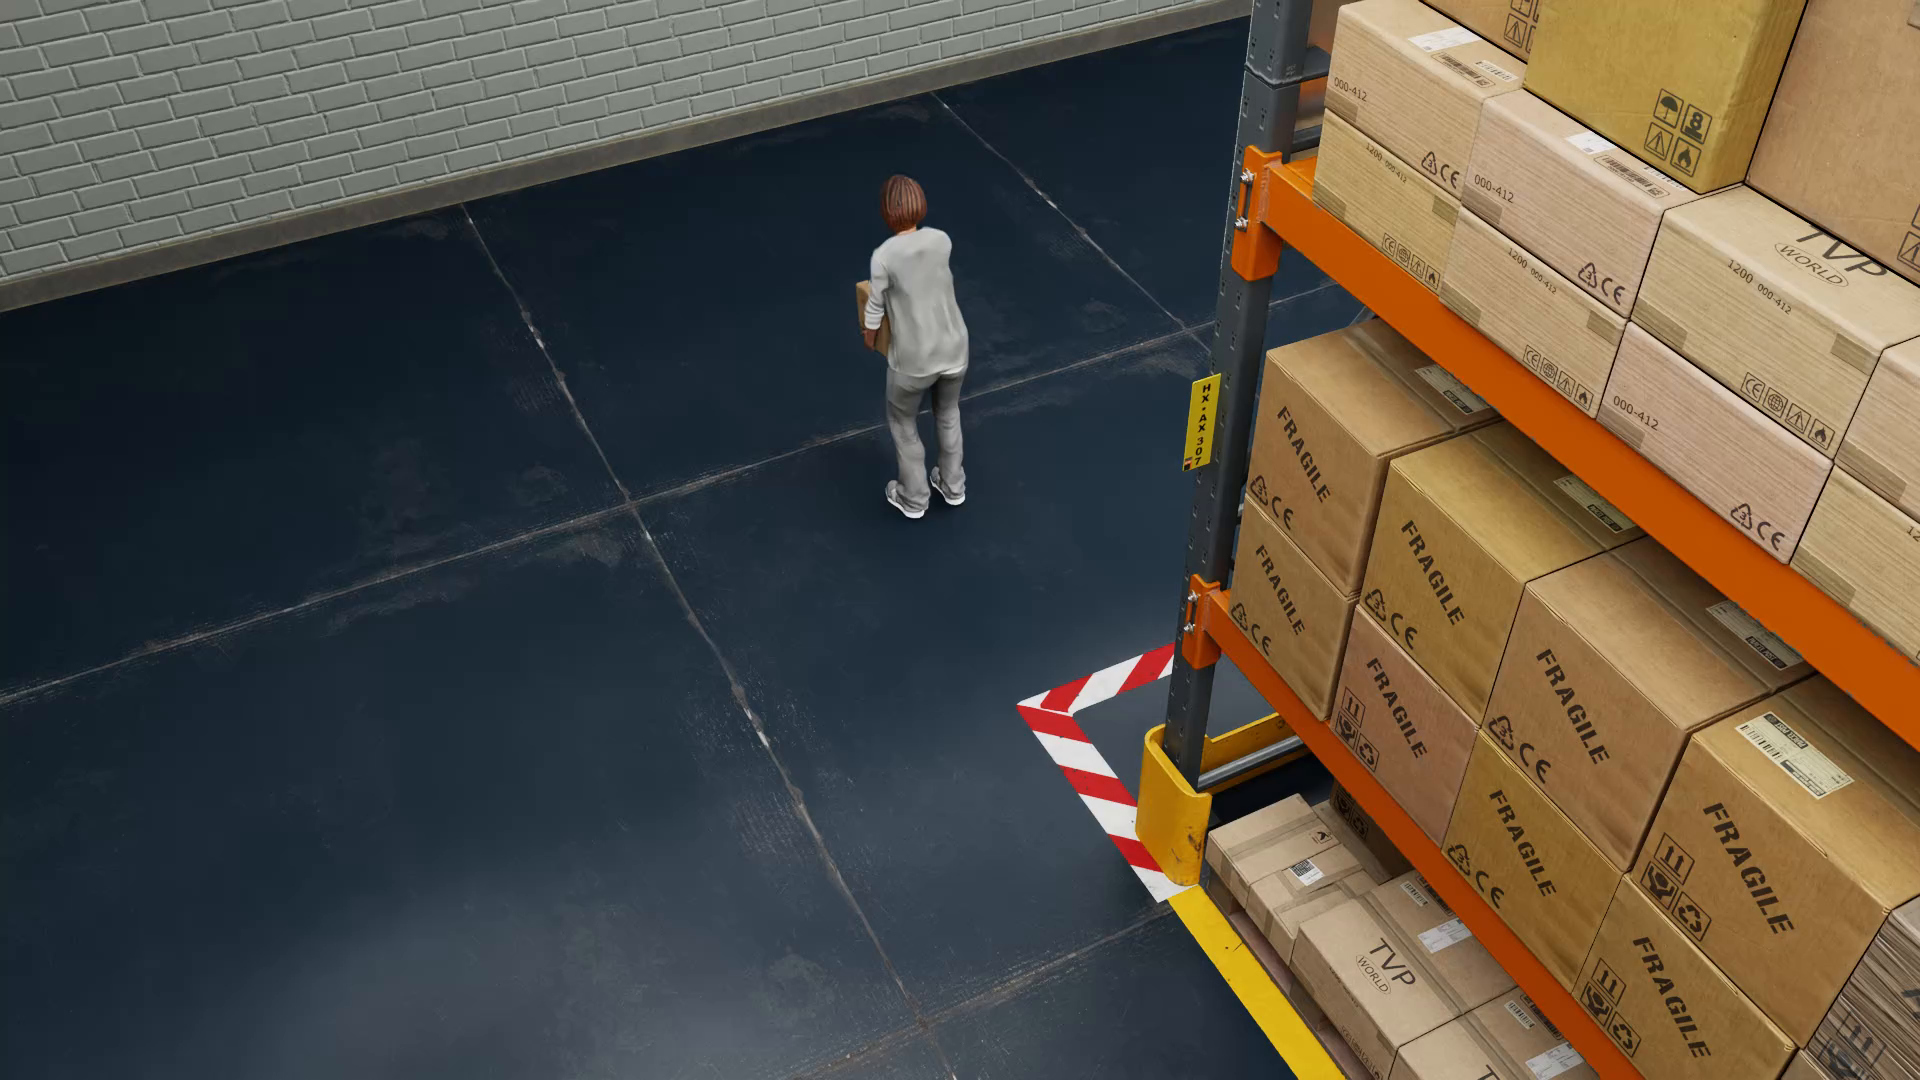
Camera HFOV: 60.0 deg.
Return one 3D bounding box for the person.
[{"bbox_3d":[-0.188,-0.810,7.105,0.372,1.560,0.533,-20,46,-21],"label":"person"}]
